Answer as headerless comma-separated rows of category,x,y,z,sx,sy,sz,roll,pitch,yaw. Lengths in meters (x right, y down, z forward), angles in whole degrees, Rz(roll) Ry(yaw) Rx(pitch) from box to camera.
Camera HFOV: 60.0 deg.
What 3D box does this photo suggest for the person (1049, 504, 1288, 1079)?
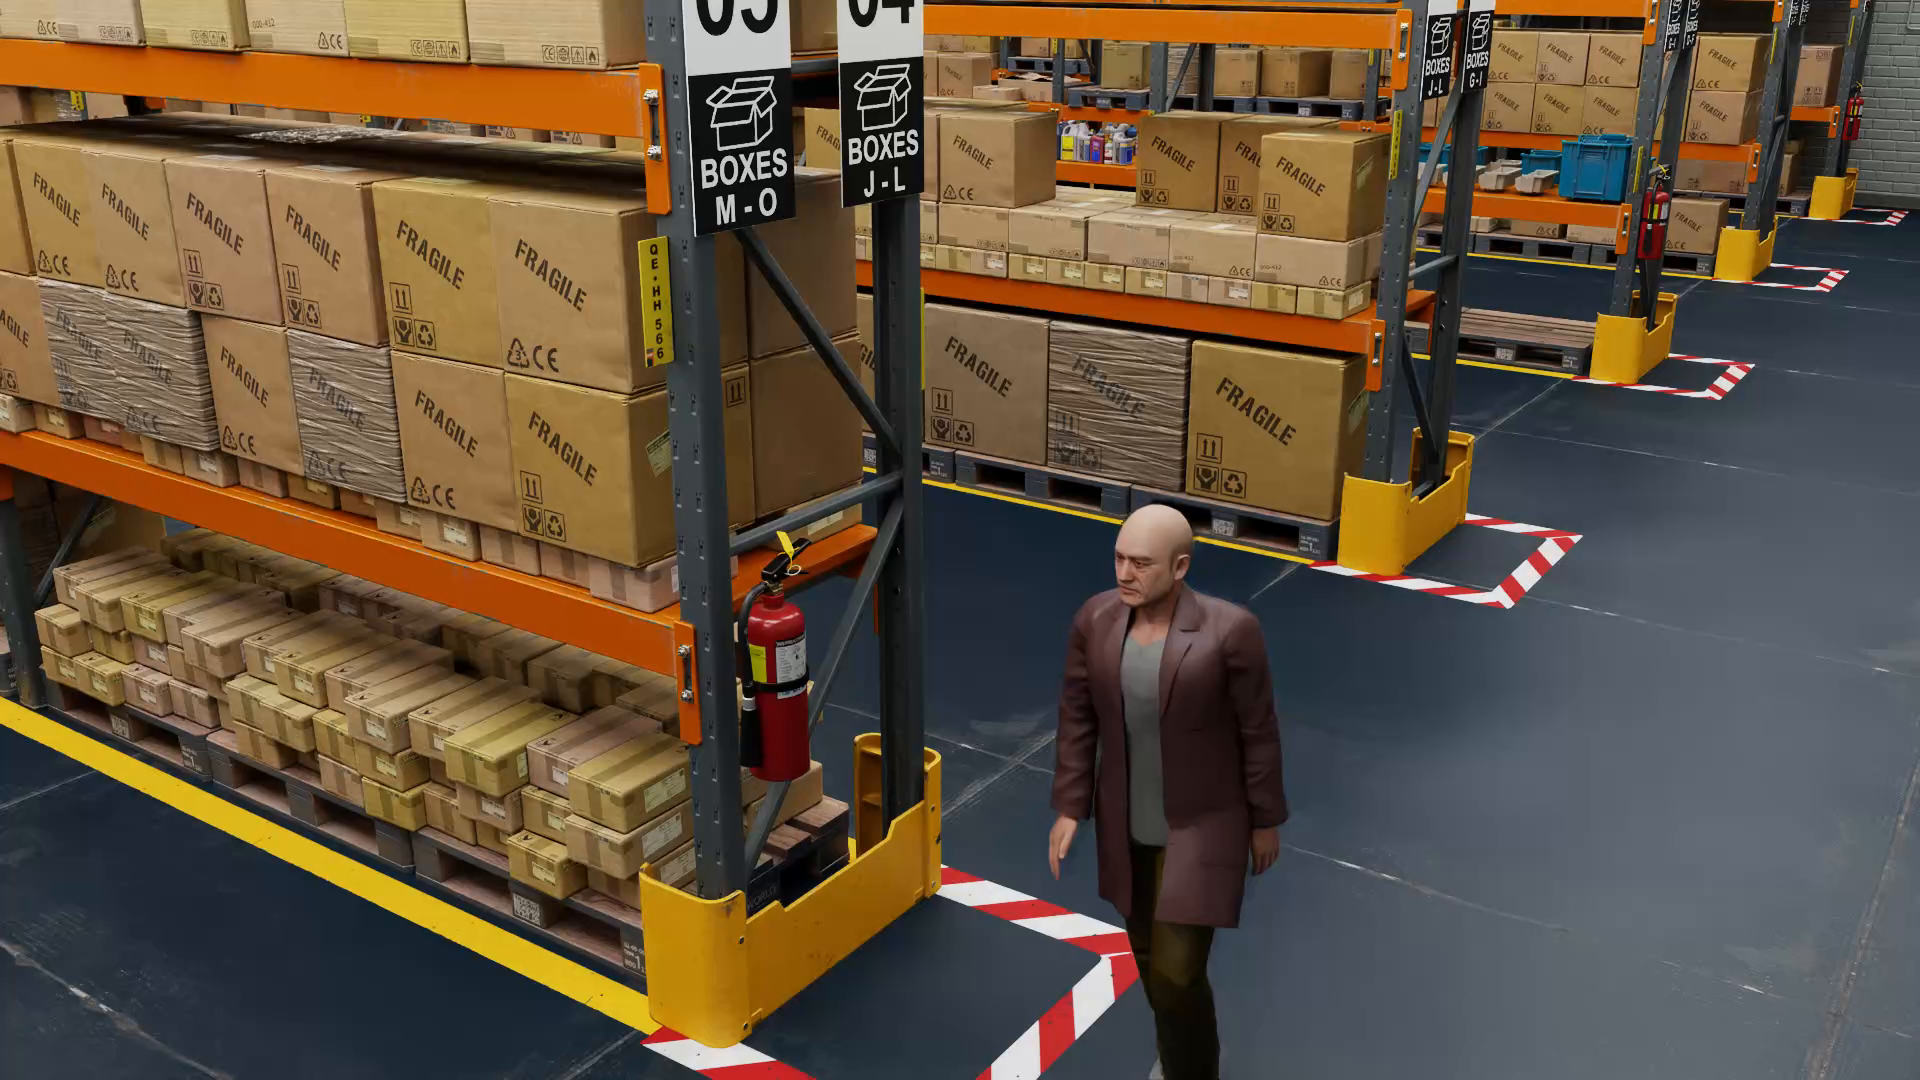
person,0.545,0.767,4.437,0.611,1.831,0.555,14,24,34
